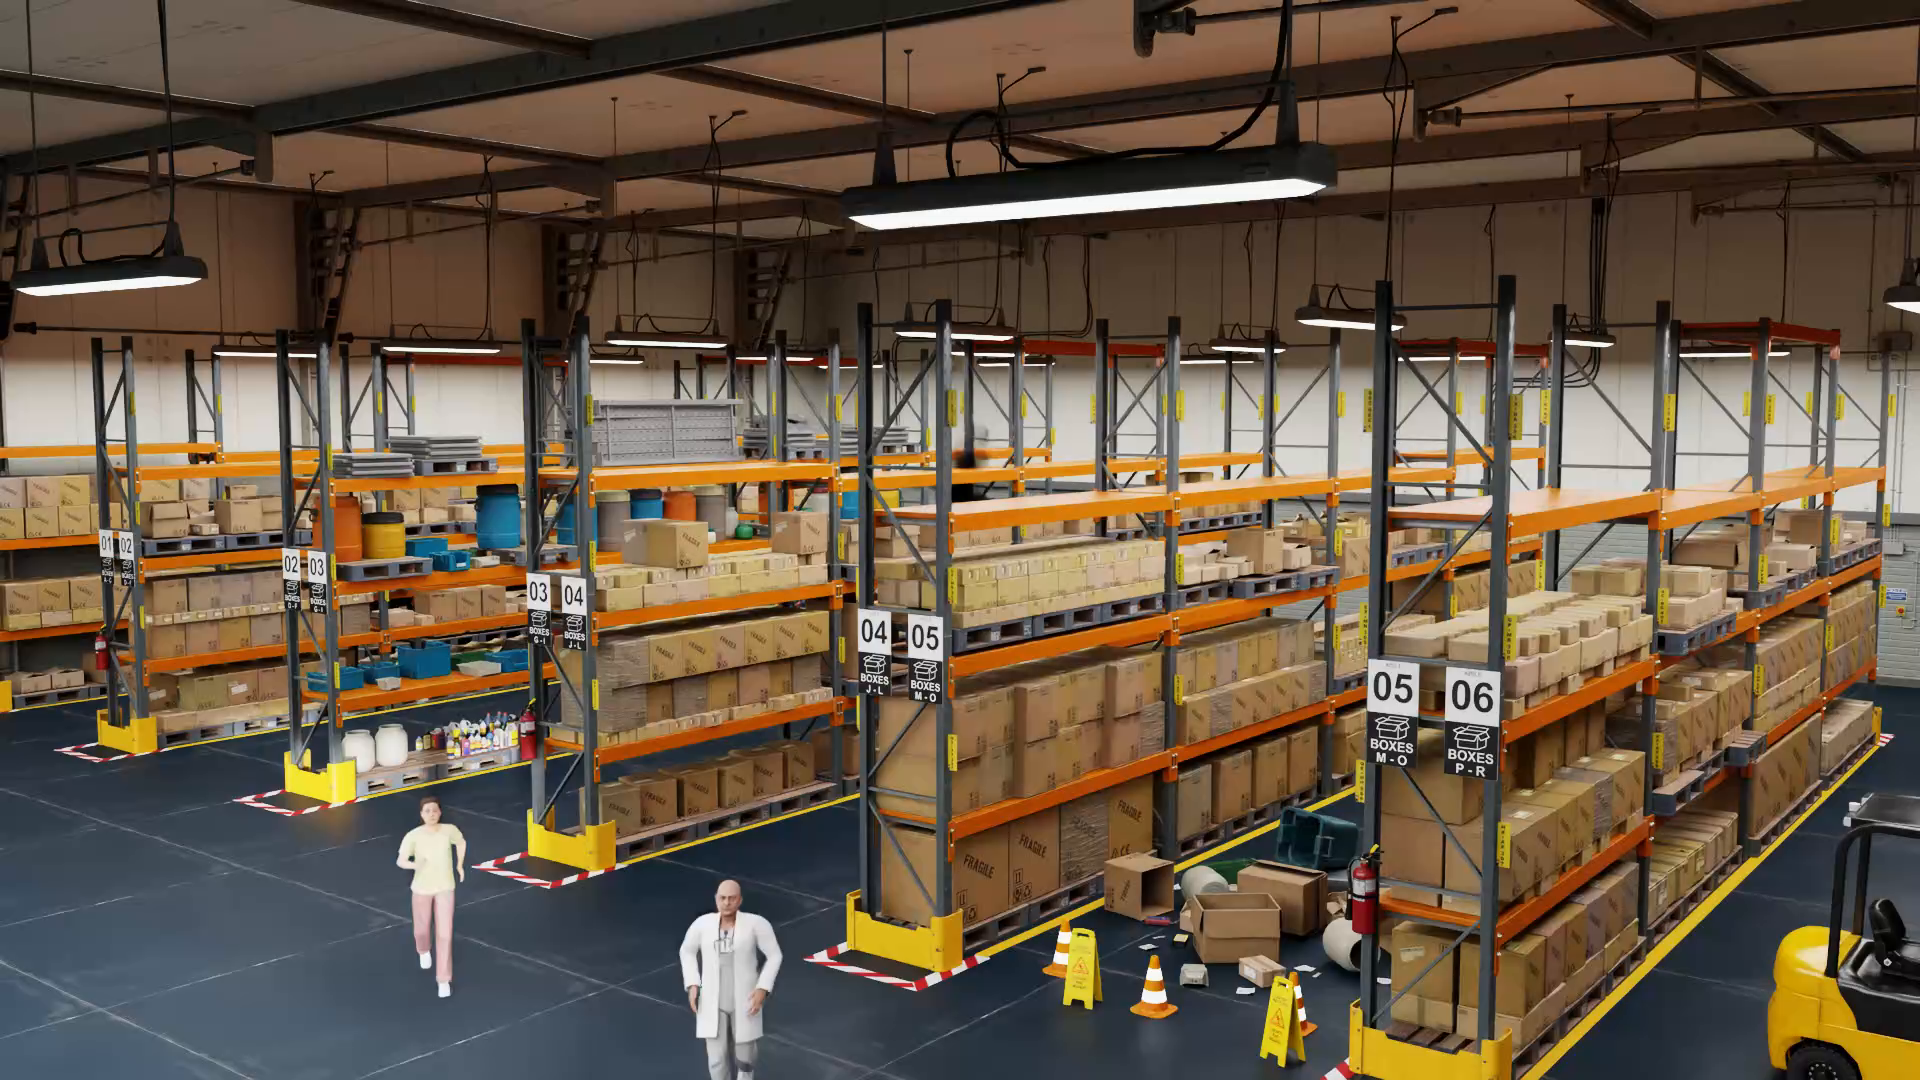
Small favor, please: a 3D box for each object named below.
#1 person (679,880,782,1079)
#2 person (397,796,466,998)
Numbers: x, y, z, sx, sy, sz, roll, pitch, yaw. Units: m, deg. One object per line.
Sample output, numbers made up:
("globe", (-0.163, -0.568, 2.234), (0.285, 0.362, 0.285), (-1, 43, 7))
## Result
("person", (-1.633, 3.308, 11.835), (0.743, 1.657, 0.844), (0, 5, -1))
("person", (-4.593, 3.050, 14.495), (0.584, 1.641, 0.973), (-2, 5, -19))
